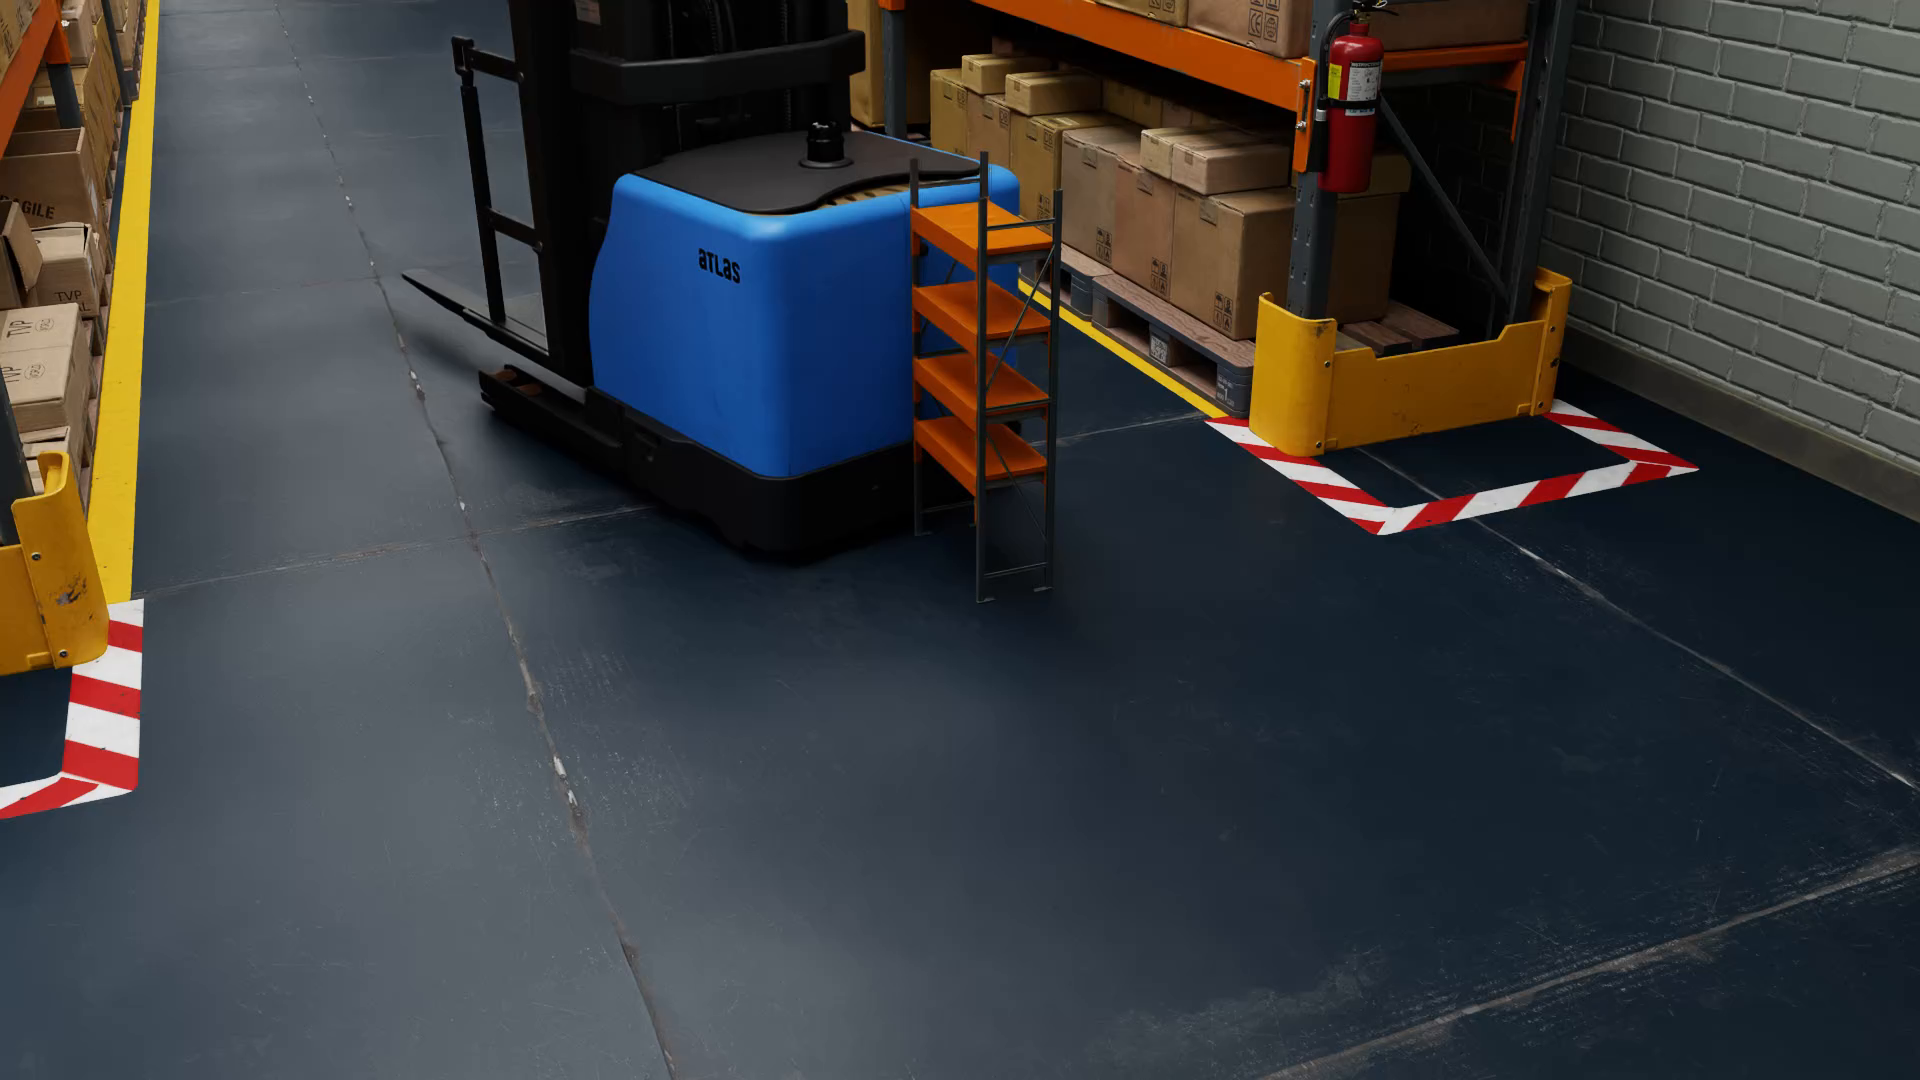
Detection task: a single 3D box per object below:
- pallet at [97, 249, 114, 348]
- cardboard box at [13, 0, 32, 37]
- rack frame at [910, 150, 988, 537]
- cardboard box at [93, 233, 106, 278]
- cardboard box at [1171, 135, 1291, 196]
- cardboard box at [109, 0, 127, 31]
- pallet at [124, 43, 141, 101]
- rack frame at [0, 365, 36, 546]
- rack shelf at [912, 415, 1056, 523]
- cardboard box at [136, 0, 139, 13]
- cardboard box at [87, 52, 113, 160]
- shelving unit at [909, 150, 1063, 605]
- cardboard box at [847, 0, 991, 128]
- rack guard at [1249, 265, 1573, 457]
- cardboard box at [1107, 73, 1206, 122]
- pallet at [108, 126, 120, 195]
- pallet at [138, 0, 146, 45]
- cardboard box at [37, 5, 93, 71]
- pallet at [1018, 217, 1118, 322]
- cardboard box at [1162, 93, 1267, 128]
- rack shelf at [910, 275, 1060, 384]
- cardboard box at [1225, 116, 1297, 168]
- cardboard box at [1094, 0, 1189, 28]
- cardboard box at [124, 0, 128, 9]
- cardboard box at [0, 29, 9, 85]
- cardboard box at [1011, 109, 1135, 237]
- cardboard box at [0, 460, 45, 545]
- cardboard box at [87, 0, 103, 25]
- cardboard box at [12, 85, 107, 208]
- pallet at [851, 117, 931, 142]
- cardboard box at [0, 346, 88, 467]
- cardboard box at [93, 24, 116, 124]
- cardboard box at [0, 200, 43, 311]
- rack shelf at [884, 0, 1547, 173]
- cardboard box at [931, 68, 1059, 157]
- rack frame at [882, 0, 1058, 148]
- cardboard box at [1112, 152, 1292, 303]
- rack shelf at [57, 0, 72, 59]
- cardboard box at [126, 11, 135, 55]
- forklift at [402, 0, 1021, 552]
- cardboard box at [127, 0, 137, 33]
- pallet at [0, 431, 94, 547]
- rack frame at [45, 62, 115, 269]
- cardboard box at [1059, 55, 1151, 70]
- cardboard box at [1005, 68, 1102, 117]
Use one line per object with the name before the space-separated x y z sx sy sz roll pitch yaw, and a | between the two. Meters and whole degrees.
pallet | -4.224 -1.040 7.141 1.003 0.211 1.213 -11 28 -21
cardboard box | -3.654 -2.043 5.902 0.500 0.500 0.500 -10 28 -19
rack frame | -0.031 -0.571 5.052 0.240 1.200 0.015 -11 28 -21
cardboard box | -3.806 -1.165 6.966 0.380 0.149 0.250 -11 28 -21
cardboard box | 1.047 -1.452 6.436 0.380 0.149 0.250 -11 28 -21
cardboard box | -5.993 -3.653 11.329 0.500 0.311 0.500 -10 28 -19
pallet | -6.345 -3.272 11.711 1.003 0.211 1.213 -11 28 -21
rack frame | -2.925 -0.956 3.790 1.000 3.000 0.127 -11 28 -21
rack shelf | 0.065 -0.233 4.967 0.258 0.148 0.480 -11 28 -21
cardboard box | -6.999 -4.432 13.563 0.500 0.250 0.500 -11 28 -21
cardboard box | -4.865 -2.299 8.888 0.500 0.500 0.500 -10 28 -20
shelving unit | 0.065 -0.472 4.850 0.258 1.200 0.503 -11 28 -21
cardboard box | -0.310 -2.886 9.715 0.750 0.750 0.750 -10 28 -20
rack guard | 1.641 -0.676 6.065 1.175 0.500 0.348 -11 28 -21
cardboard box | 0.901 -2.029 7.618 0.380 0.149 0.250 -11 28 -22
pallet | -5.327 -2.133 9.378 1.003 0.211 1.213 -11 28 -21
pallet | -7.300 -4.257 13.728 1.003 0.211 1.213 -11 28 -21
cardboard box | -4.849 -2.623 8.697 0.500 0.250 0.500 -11 28 -20
pallet | 0.772 -1.357 7.789 1.003 0.211 1.213 -11 28 -21
cardboard box | 1.101 -1.823 7.196 0.380 0.149 0.250 -10 28 -20
rack shelf | 0.065 -0.613 4.781 0.258 0.148 0.480 -11 28 -21
cardboard box | 1.299 -1.619 6.779 0.380 0.149 0.250 -10 28 -20
cardboard box | 1.127 -2.440 6.486 0.980 0.700 0.700 -11 28 -21
cardboard box | -6.404 -4.070 12.183 0.500 0.311 0.500 -11 28 -22
cardboard box | -3.257 -1.636 5.068 0.500 0.500 0.500 -11 28 -21
cardboard box | 0.656 -1.759 7.804 0.700 0.500 0.500 -10 28 -19
cardboard box | -2.773 -0.101 4.786 0.380 0.149 0.250 -11 28 -21
cardboard box | -5.450 -3.238 9.956 0.500 0.250 0.500 -9 28 -19
cardboard box | -4.457 -1.883 8.035 0.500 0.500 0.500 -12 28 -23
pallet | -0.307 -2.469 10.067 1.003 0.211 1.213 -11 28 -21
cardboard box | -3.073 -0.388 5.259 0.500 0.250 0.500 -11 28 -21
cardboard box | -5.274 -2.714 9.738 0.500 0.500 0.500 -12 28 -22
cardboard box | -3.751 -0.889 5.997 0.797 0.503 0.637 -11 28 -21
rack shelf | 0.848 -2.293 7.348 1.077 0.370 4.000 -11 28 -21
cardboard box | 0.263 -2.170 8.645 0.700 0.500 0.500 -10 28 -20
rack frame | 0.065 -3.424 8.843 1.000 3.000 0.127 -11 28 -21
cardboard box | 1.069 -1.342 6.950 0.700 0.500 0.500 -11 28 -21
rack shelf | -5.275 -3.055 8.909 1.077 0.370 4.000 -11 28 -21
cardboard box | -6.191 -3.604 11.867 0.500 0.250 0.500 -11 28 -22
forklift | -1.138 -1.850 5.698 1.130 2.935 3.031 -21 33 -36
cardboard box | -6.601 -4.020 12.719 0.500 0.250 0.500 -10 28 -20
pallet | -3.268 -0.055 5.123 1.003 0.211 1.213 -11 28 -21
rack frame | -4.492 -2.571 7.097 1.000 3.000 0.127 -11 28 -21
cardboard box | 0.701 -2.235 8.040 0.380 0.149 0.250 -12 28 -22
cardboard box | 0.434 -2.081 7.724 0.380 0.149 0.250 -11 28 -22
